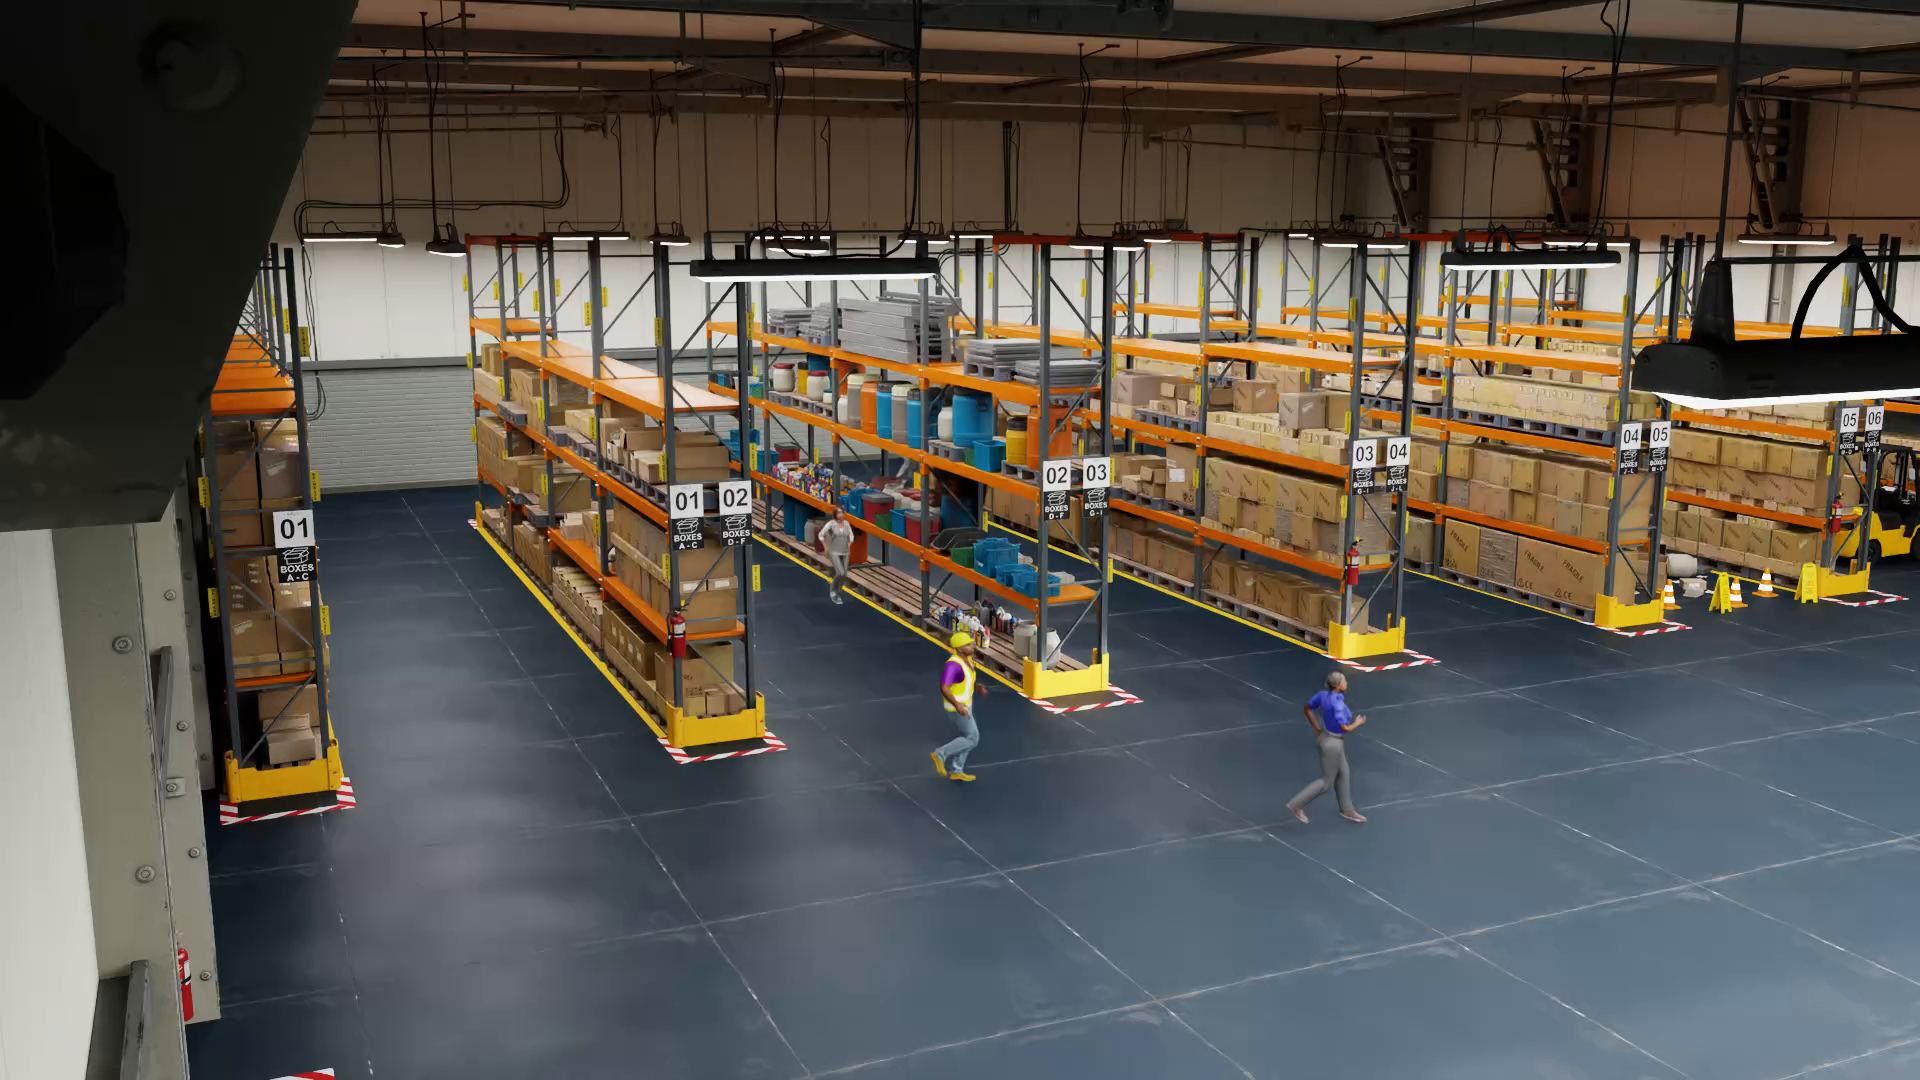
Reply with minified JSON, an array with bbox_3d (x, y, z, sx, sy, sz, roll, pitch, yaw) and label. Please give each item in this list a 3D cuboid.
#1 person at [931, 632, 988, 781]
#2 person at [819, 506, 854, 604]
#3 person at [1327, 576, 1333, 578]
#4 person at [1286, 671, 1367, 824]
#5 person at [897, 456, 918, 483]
[{"bbox_3d":[-0.006,1.887,18.893,0.622,1.733,0.688,1,11,6],"label":"person"},{"bbox_3d":[-1.896,0.252,26.201,0.525,1.585,0.557,-6,12,-27],"label":"person"},{"bbox_3d":[6.569,-0.226,29.900,0.584,1.754,0.775,-6,12,-28],"label":"person"},{"bbox_3d":[3.870,2.180,17.426,0.901,1.663,0.604,-1,11,-5],"label":"person"},{"bbox_3d":[-1.217,-2.200,39.807,0.658,1.728,0.683,-2,11,-9],"label":"person"}]
